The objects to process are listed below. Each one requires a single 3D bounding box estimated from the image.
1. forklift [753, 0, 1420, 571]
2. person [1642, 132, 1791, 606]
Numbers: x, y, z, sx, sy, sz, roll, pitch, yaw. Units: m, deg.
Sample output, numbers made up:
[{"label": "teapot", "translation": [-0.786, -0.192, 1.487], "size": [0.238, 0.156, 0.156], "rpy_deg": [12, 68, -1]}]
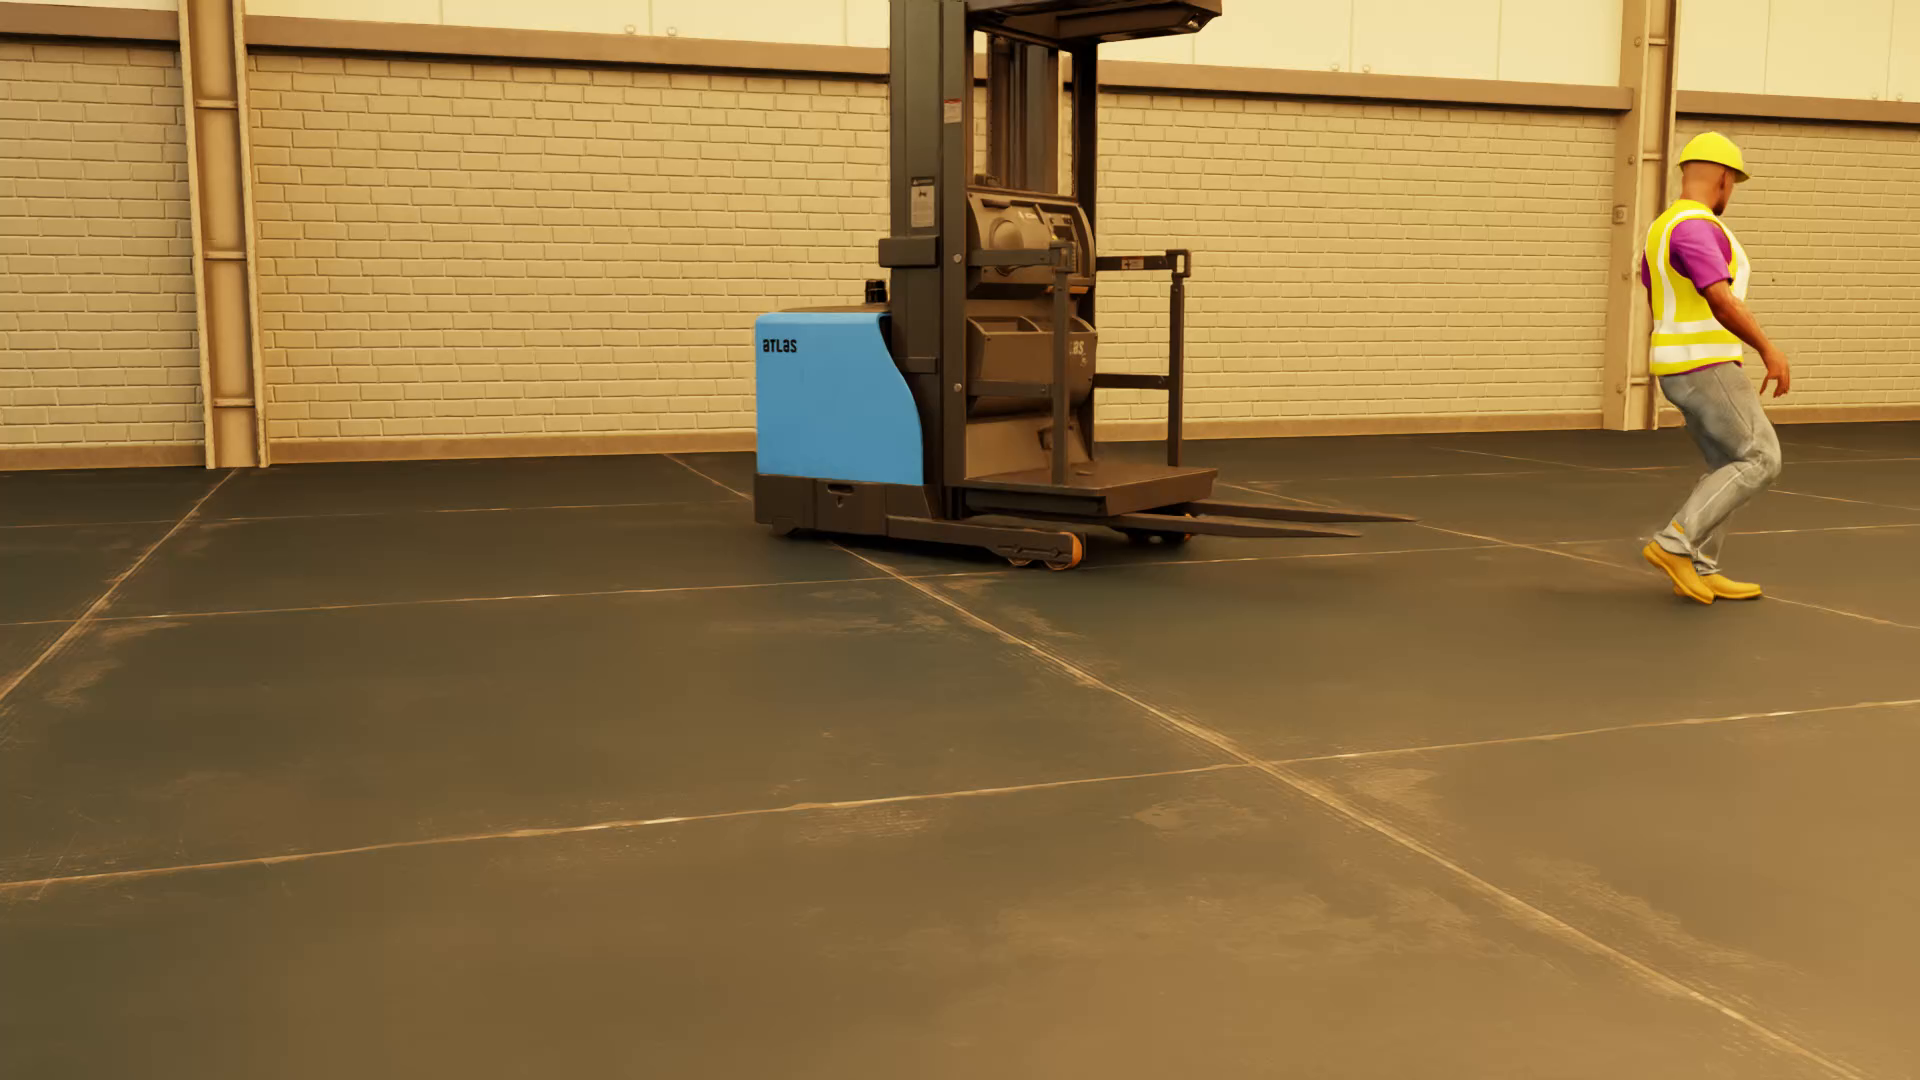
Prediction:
[{"label": "forklift", "translation": [0.496, -1.404, 7.373], "size": [3.031, 2.935, 1.130], "rpy_deg": [6, 10, 36]}, {"label": "person", "translation": [2.818, -0.645, 6.254], "size": [0.490, 1.731, 0.816], "rpy_deg": [3, 8, 19]}]
